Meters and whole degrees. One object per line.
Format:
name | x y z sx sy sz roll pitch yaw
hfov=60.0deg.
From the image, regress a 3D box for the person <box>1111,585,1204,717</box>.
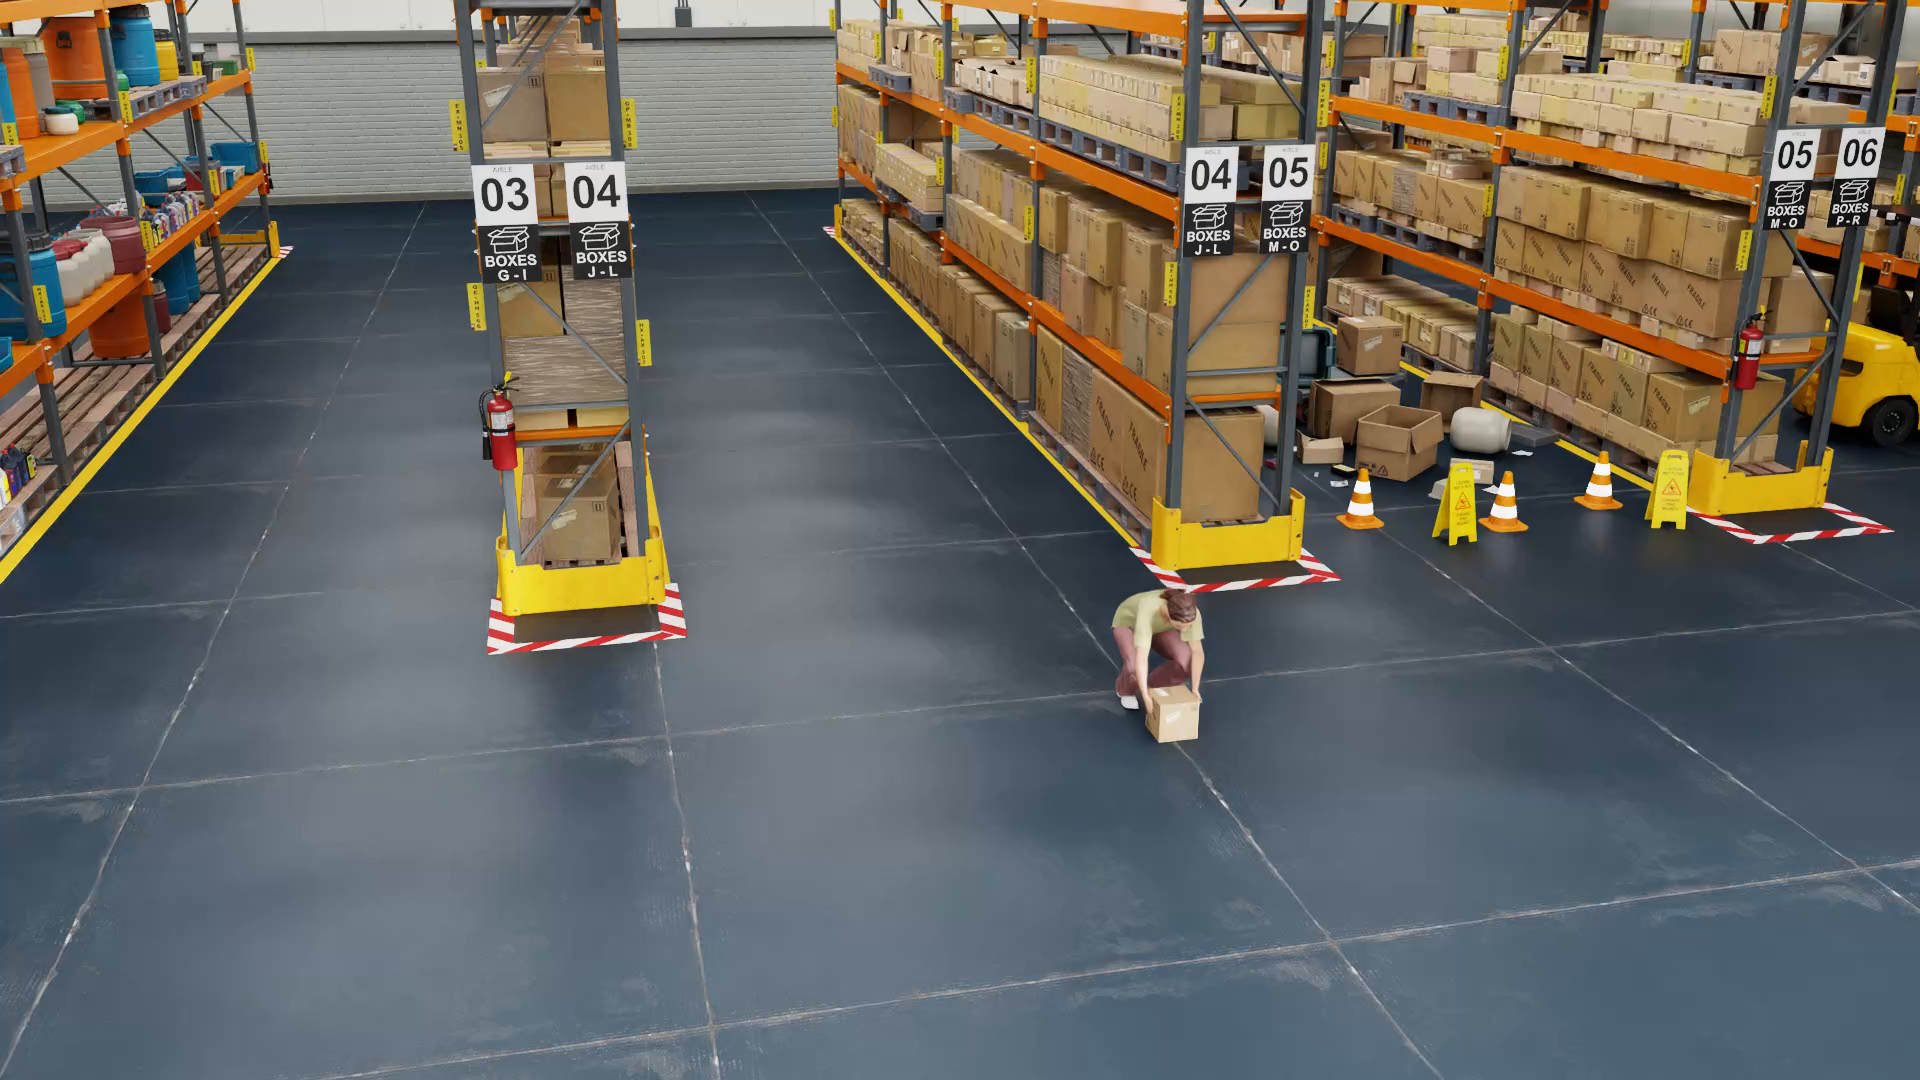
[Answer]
person | 1.242 0.649 10.430 0.490 0.890 0.800 -5 20 -13
